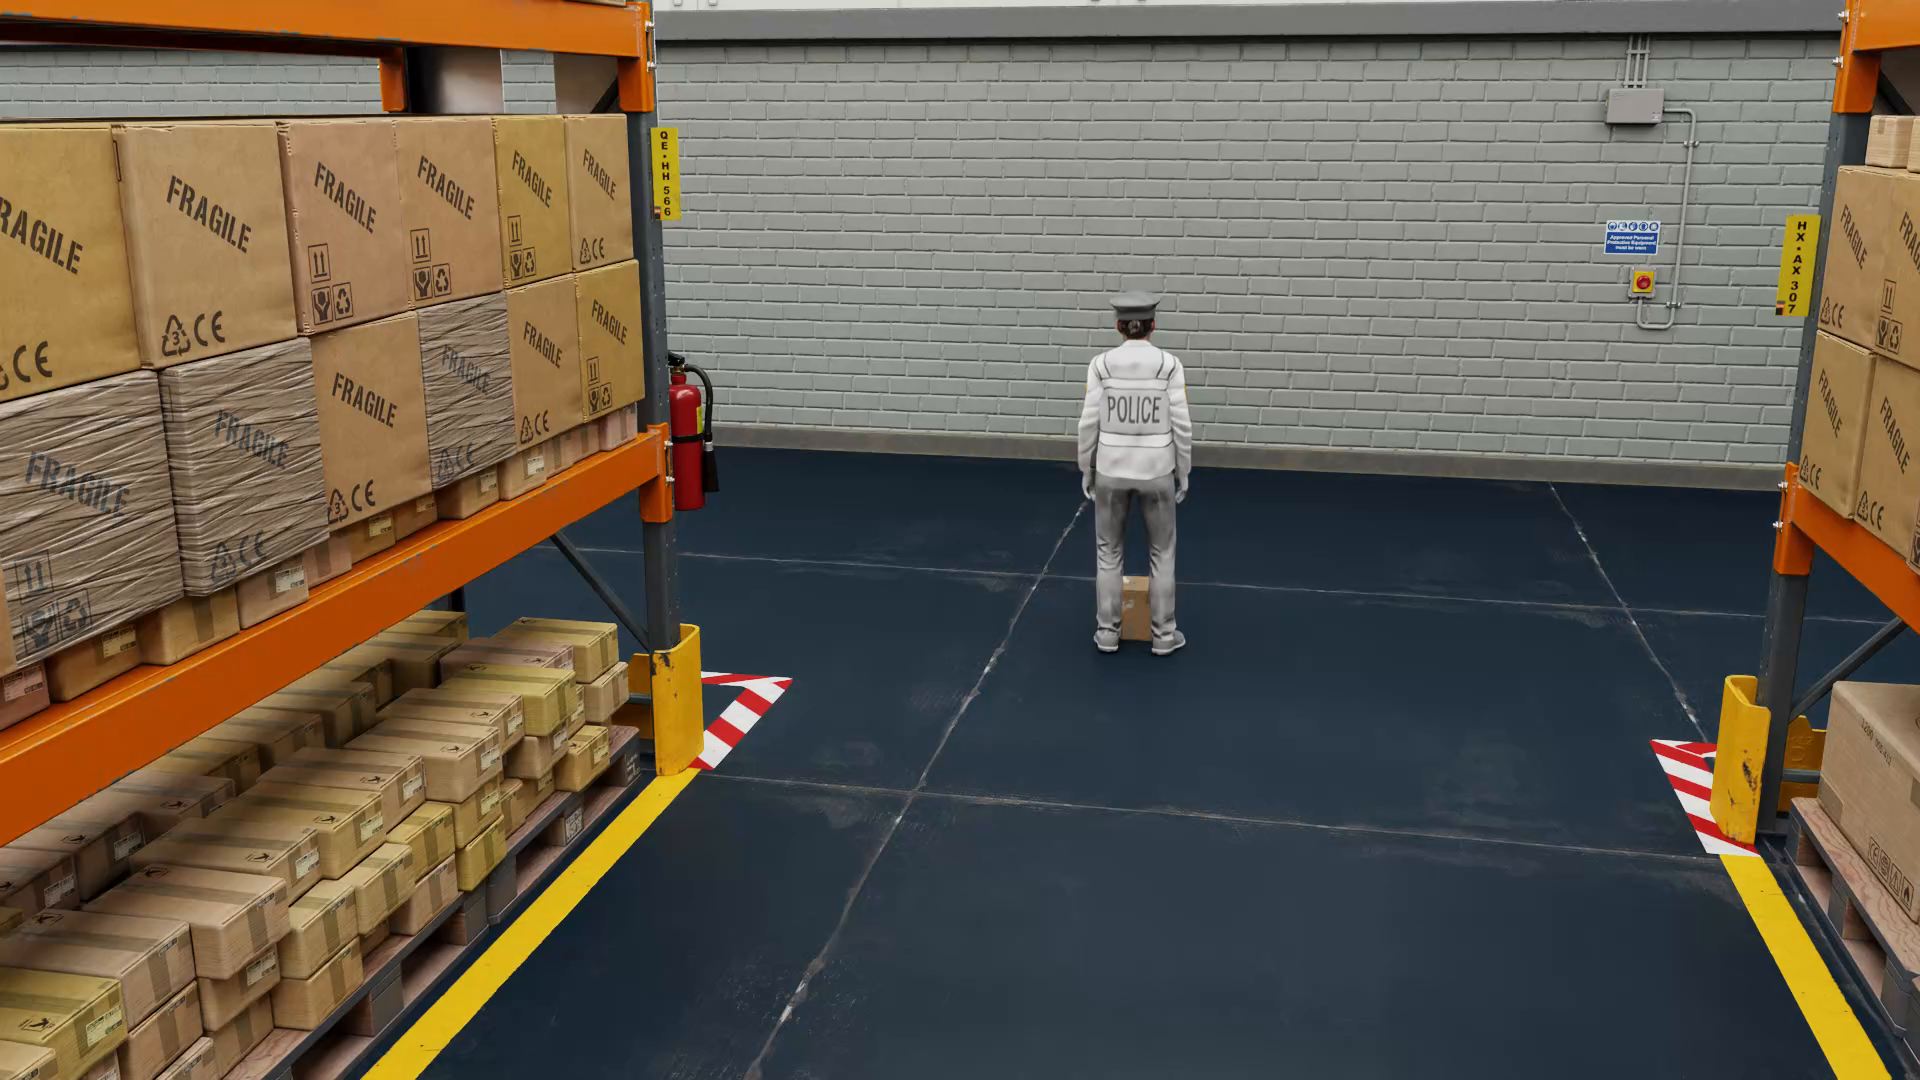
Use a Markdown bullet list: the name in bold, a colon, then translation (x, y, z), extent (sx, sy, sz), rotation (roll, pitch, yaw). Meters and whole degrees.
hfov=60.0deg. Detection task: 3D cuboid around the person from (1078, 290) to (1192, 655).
- **person**: translation (0.798, -0.292, 7.613), extent (0.516, 1.663, 0.367), rotation (2, 15, 9)
